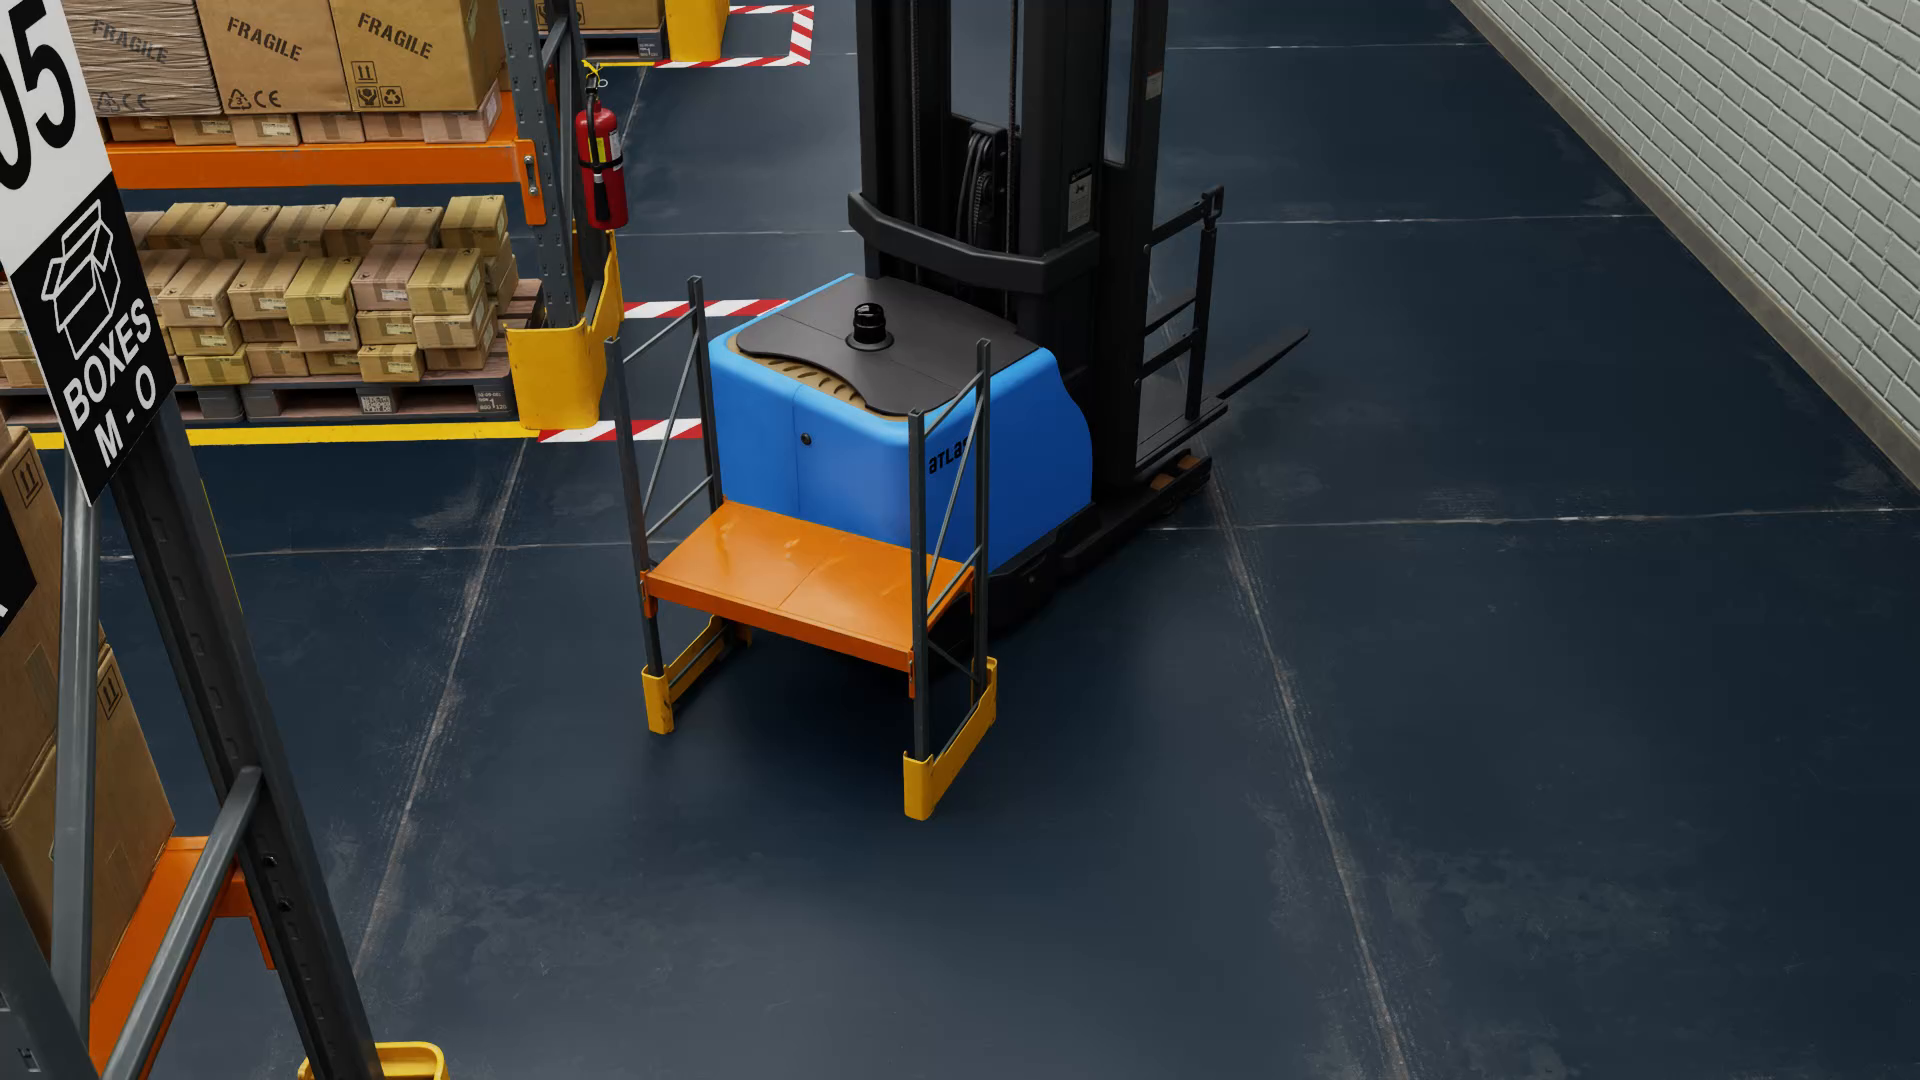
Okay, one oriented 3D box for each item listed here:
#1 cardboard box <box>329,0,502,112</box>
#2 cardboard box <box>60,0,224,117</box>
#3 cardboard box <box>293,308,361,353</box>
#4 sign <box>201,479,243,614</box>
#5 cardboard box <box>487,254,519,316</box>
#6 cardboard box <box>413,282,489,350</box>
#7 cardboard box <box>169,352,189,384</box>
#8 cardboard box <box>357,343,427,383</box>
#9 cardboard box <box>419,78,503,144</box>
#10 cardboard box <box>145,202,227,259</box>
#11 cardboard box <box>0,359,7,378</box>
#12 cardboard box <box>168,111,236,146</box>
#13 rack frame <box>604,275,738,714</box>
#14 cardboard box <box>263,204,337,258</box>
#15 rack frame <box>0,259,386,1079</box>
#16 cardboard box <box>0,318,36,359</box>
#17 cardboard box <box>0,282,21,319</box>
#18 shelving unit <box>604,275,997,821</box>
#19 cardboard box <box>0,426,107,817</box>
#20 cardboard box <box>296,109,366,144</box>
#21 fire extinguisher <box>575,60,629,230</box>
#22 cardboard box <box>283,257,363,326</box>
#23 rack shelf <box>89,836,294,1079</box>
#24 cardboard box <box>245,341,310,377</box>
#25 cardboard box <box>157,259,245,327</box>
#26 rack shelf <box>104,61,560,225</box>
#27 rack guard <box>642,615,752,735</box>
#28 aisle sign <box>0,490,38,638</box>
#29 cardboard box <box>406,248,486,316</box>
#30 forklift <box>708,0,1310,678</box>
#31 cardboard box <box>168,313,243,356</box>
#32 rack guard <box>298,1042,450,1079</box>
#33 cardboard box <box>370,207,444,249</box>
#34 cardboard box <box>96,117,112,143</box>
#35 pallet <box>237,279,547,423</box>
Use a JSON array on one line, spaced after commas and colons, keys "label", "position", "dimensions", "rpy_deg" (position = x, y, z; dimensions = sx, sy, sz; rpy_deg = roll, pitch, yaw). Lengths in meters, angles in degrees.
[{"label": "cardboard box", "position": [-2.198, -2.068, 6.753], "dimensions": [0.500, 0.500, 0.500], "rpy_deg": [-1, 35, -1]}, {"label": "cardboard box", "position": [-3.218, -2.038, 6.710], "dimensions": [0.500, 0.500, 0.500], "rpy_deg": [-1, 35, -2]}, {"label": "cardboard box", "position": [-2.794, -0.994, 7.426], "dimensions": [0.250, 0.149, 0.380], "rpy_deg": [-3, 35, -4]}, {"label": "sign", "position": [-1.446, 0.044, 3.220], "dimensions": [0.005, 0.325, 0.100], "rpy_deg": [-2, 35, -2]}, {"label": "cardboard box", "position": [-2.300, -1.231, 8.029], "dimensions": [0.250, 0.149, 0.380], "rpy_deg": [-1, 35, -1]}, {"label": "cardboard box", "position": [-2.275, -1.009, 7.447], "dimensions": [0.250, 0.149, 0.380], "rpy_deg": [-2, 35, -4]}, {"label": "cardboard box", "position": [-3.569, -0.856, 7.487], "dimensions": [0.250, 0.149, 0.380], "rpy_deg": [-1, 35, -1]}, {"label": "cardboard box", "position": [-2.529, -0.866, 7.502], "dimensions": [0.250, 0.149, 0.380], "rpy_deg": [-1, 35, -1]}, {"label": "cardboard box", "position": [-2.073, -1.790, 6.922], "dimensions": [0.250, 0.149, 0.380], "rpy_deg": [-1, 35, -2]}, {"label": "cardboard box", "position": [-3.614, -1.440, 7.809], "dimensions": [0.250, 0.149, 0.380], "rpy_deg": [-1, 35, -1]}, {"label": "cardboard box", "position": [-4.348, -0.889, 7.534], "dimensions": [0.250, 0.149, 0.380], "rpy_deg": [-3, 35, -4]}, {"label": "cardboard box", "position": [-3.092, -1.779, 6.906], "dimensions": [0.250, 0.149, 0.380], "rpy_deg": [-3, 35, -4]}, {"label": "rack frame", "position": [-0.947, -0.102, 5.580], "dimensions": [0.032, 1.500, 0.500], "rpy_deg": [15, 37, 20]}, {"label": "cardboard box", "position": [-3.072, -1.424, 7.784], "dimensions": [0.250, 0.149, 0.380], "rpy_deg": [-3, 35, -5]}, {"label": "rack frame", "position": [-1.426, 0.748, 3.033], "dimensions": [0.127, 3.000, 1.000], "rpy_deg": [-2, 35, -2]}, {"label": "cardboard box", "position": [-4.088, -0.961, 7.378], "dimensions": [0.250, 0.149, 0.380], "rpy_deg": [-2, 35, -3]}, {"label": "cardboard box", "position": [-4.089, -1.135, 7.368], "dimensions": [0.250, 0.149, 0.380], "rpy_deg": [-3, 35, -4]}, {"label": "shelving unit", "position": [-0.478, 0.022, 5.400], "dimensions": [1.083, 1.500, 0.587], "rpy_deg": [15, 37, 20]}, {"label": "cardboard box", "position": [-1.919, 0.147, 2.936], "dimensions": [0.500, 0.500, 0.500], "rpy_deg": [-2, 35, -3]}, {"label": "cardboard box", "position": [-2.573, -1.790, 6.921], "dimensions": [0.250, 0.149, 0.380], "rpy_deg": [-2, 35, -3]}, {"label": "fire extinguisher", "position": [-1.488, -1.622, 6.854], "dimensions": [0.183, 0.674, 0.296], "rpy_deg": [-2, 35, -2]}, {"label": "cardboard box", "position": [-2.784, -1.096, 7.312], "dimensions": [0.250, 0.149, 0.380], "rpy_deg": [-2, 35, -3]}, {"label": "rack shelf", "position": [-3.424, 1.098, 3.160], "dimensions": [4.000, 0.370, 1.077], "rpy_deg": [-2, 35, -2]}, {"label": "cardboard box", "position": [-3.043, -0.894, 7.542], "dimensions": [0.250, 0.149, 0.380], "rpy_deg": [-1, 35, -2]}, {"label": "cardboard box", "position": [-3.312, -1.087, 7.298], "dimensions": [0.250, 0.149, 0.380], "rpy_deg": [0, 35, 0]}, {"label": "rack shelf", "position": [-3.759, -1.713, 7.222], "dimensions": [4.000, 0.370, 1.077], "rpy_deg": [-2, 35, -2]}, {"label": "rack guard", "position": [-0.930, 0.416, 5.929], "dimensions": [0.087, 0.250, 0.587], "rpy_deg": [15, 37, 20]}, {"label": "aisle sign", "position": [-1.339, -0.147, 2.042], "dimensions": [0.004, 0.787, 0.394], "rpy_deg": [-2, 35, -2]}, {"label": "cardboard box", "position": [-2.278, -1.150, 7.389], "dimensions": [0.250, 0.149, 0.380], "rpy_deg": [-1, 35, -2]}, {"label": "forklift", "position": [0.408, -1.479, 6.311], "dimensions": [1.130, 2.935, 3.031], "rpy_deg": [26, 42, 32]}, {"label": "cardboard box", "position": [-3.310, -0.973, 7.395], "dimensions": [0.250, 0.149, 0.380], "rpy_deg": [-1, 35, -2]}, {"label": "rack guard", "position": [-1.402, 1.775, 3.746], "dimensions": [0.348, 0.500, 1.175], "rpy_deg": [-2, 35, -2]}, {"label": "cardboard box", "position": [-2.570, -1.411, 7.767], "dimensions": [0.250, 0.149, 0.380], "rpy_deg": [-1, 35, -1]}, {"label": "cardboard box", "position": [-3.629, -1.789, 6.920], "dimensions": [0.250, 0.149, 0.380], "rpy_deg": [-1, 35, -1]}, {"label": "pallet", "position": [-2.650, -0.913, 7.883], "dimensions": [1.213, 0.211, 1.003], "rpy_deg": [-2, 35, -2]}]
